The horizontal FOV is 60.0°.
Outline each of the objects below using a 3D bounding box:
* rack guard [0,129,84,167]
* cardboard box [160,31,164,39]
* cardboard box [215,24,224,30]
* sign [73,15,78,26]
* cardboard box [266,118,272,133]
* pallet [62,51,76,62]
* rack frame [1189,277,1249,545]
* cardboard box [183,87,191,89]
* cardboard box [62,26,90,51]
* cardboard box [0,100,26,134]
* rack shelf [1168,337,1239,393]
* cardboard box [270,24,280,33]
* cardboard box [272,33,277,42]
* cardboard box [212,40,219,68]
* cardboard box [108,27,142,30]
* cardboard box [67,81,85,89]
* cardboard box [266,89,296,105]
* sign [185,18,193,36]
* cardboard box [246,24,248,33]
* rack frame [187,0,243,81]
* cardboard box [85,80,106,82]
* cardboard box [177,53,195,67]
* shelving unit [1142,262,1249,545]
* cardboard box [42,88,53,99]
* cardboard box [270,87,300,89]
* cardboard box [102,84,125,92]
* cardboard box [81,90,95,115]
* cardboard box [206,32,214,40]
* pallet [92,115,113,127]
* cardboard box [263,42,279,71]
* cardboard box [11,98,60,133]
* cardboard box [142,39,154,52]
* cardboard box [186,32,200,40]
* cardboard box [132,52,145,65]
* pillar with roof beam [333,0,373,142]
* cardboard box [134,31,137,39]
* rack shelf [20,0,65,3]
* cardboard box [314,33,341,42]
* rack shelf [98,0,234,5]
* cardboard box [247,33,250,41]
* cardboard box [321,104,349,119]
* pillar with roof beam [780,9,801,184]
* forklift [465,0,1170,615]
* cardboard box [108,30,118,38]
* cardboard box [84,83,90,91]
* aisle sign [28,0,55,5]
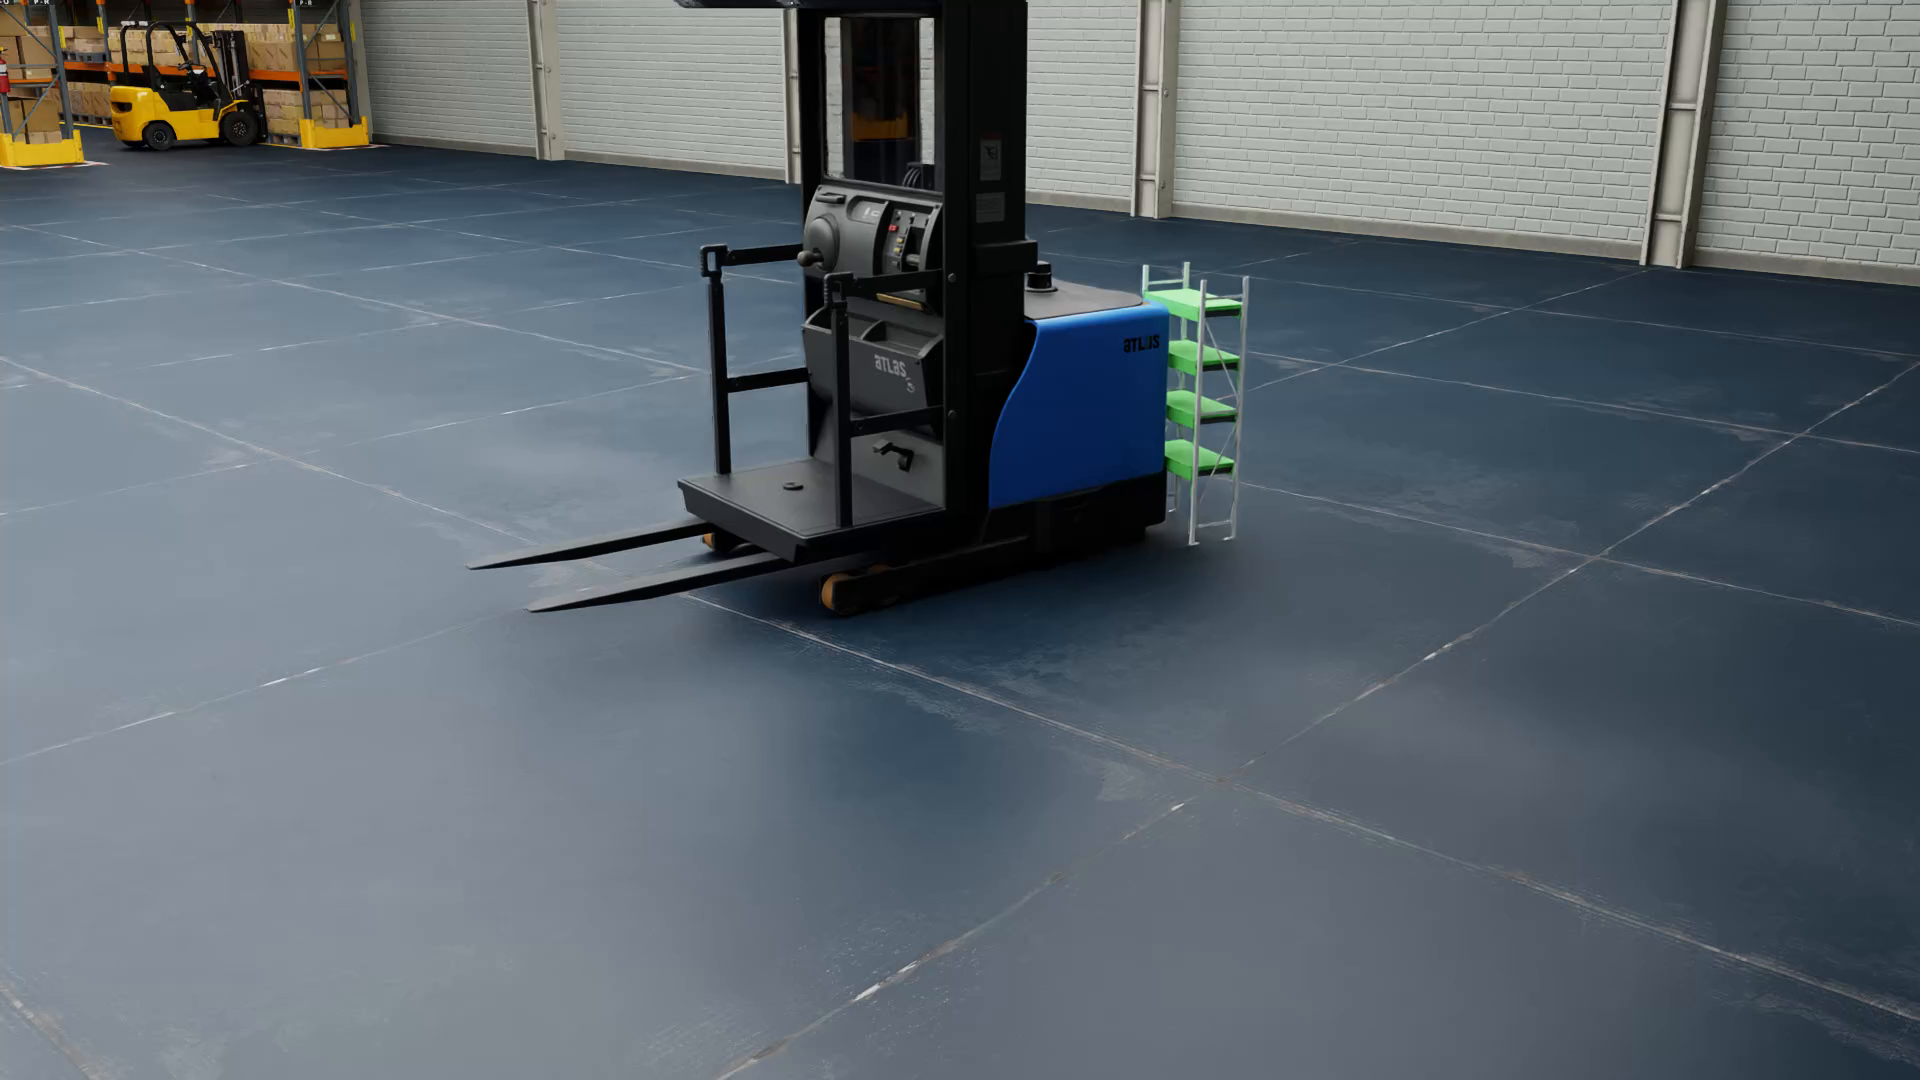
[{"bbox_3d":[-14.621,-6.239,26.444,0.348,0.500,1.175,15,23,39],"label":"rack guard"},{"bbox_3d":[-15.459,-9.916,32.659,0.250,0.149,0.380,14,23,38],"label":"cardboard box"},{"bbox_3d":[-13.645,-9.553,31.026,0.250,0.149,0.380,16,23,40],"label":"cardboard box"},{"bbox_3d":[-19.881,-11.626,37.373,0.005,0.325,0.100,15,23,39],"label":"sign"},{"bbox_3d":[-12.567,-7.656,30.627,0.500,0.250,0.500,15,23,40],"label":"cardboard box"},{"bbox_3d":[-18.713,-10.443,35.876,1.213,0.211,1.003,15,23,39],"label":"pallet"},{"bbox_3d":[1.152,-0.565,7.407,0.240,1.200,0.015,-8,19,-23],"label":"rack frame"},{"bbox_3d":[-15.800,-8.821,33.678,0.625,0.625,0.875,14,22,37],"label":"cardboard box"},{"bbox_3d":[-19.060,-10.787,35.782,0.500,0.500,0.700,15,23,39],"label":"cardboard box"},{"bbox_3d":[-15.336,-6.764,26.578,0.500,0.500,0.500,15,23,40],"label":"cardboard box"},{"bbox_3d":[1.051,-0.800,7.565,0.258,0.148,0.480,-8,19,-23],"label":"rack shelf"},{"bbox_3d":[-12.098,-9.151,29.757,0.250,0.149,0.380,16,23,40],"label":"cardboard box"},{"bbox_3d":[-12.081,-9.012,29.813,0.250,0.149,0.380,16,23,40],"label":"cardboard box"},{"bbox_3d":[-13.704,-9.141,31.290,0.500,0.500,0.500,16,23,40],"label":"cardboard box"},{"bbox_3d":[-17.537,-10.532,34.978,0.500,0.500,0.500,16,24,42],"label":"cardboard box"},{"bbox_3d":[-19.321,-9.936,36.328,0.250,0.149,0.380,15,23,39],"label":"cardboard box"},{"bbox_3d":[-12.209,-8.028,30.148,0.500,0.250,0.500,16,23,40],"label":"cardboard box"},{"bbox_3d":[-14.617,-9.731,31.533,0.005,0.325,0.100,15,23,39],"label":"sign"},{"bbox_3d":[-12.831,-9.368,30.443,0.250,0.149,0.380,15,23,40],"label":"cardboard box"},{"bbox_3d":[-14.264,-9.342,32.089,0.127,3.000,1.000,15,23,39],"label":"rack frame"},{"bbox_3d":[-19.184,-10.114,36.886,0.250,0.149,0.380,14,22,37],"label":"cardboard box"},{"bbox_3d":[-14.814,-9.312,32.244,0.500,0.250,0.500,16,23,40],"label":"cardboard box"},{"bbox_3d":[1.051,-0.632,7.618,0.258,1.200,0.503,-8,19,-23],"label":"shelving unit"},{"bbox_3d":[-20.035,-9.809,36.999,0.500,0.500,0.500,16,24,42],"label":"cardboard box"},{"bbox_3d":[-12.627,-8.351,31.165,0.500,0.250,0.500,14,23,38],"label":"cardboard box"},{"bbox_3d":[-17.793,-9.505,34.968,0.250,0.149,0.380,14,22,37],"label":"cardboard box"},{"bbox_3d":[-18.475,-9.397,35.702,0.500,0.500,0.500,16,24,42],"label":"cardboard box"},{"bbox_3d":[-14.005,-9.524,31.424,0.250,0.149,0.380,16,23,41],"label":"cardboard box"},{"bbox_3d":[-17.789,-8.974,35.541,1.213,0.211,1.003,15,23,39],"label":"pallet"},{"bbox_3d":[-12.196,-8.732,30.002,0.500,0.500,0.500,16,24,41],"label":"cardboard box"},{"bbox_3d":[-15.002,-6.891,26.979,0.500,0.500,0.500,14,22,37],"label":"cardboard box"},{"bbox_3d":[-15.934,-9.861,33.145,0.500,0.250,0.500,15,23,40],"label":"cardboard box"},{"bbox_3d":[-14.667,-9.717,32.034,0.250,0.149,0.380,16,24,41],"label":"cardboard box"},{"bbox_3d":[-16.323,-9.725,33.545,0.500,0.250,0.500,14,22,38],"label":"cardboard box"},{"bbox_3d":[-14.052,-10.768,26.665,0.400,9.000,9.100,15,23,39],"label":"pillar with roof beam"},{"bbox_3d":[-16.391,-10.179,33.489,0.250,0.149,0.380,15,23,40],"label":"cardboard box"},{"bbox_3d":[-21.743,-12.437,38.071,4.000,0.370,1.077,15,23,39],"label":"rack shelf"},{"bbox_3d":[-11.353,-9.022,29.845,0.250,0.149,0.380,14,23,38],"label":"cardboard box"},{"bbox_3d":[-15.760,-10.830,33.010,4.000,0.370,1.077,15,23,39],"label":"rack shelf"},{"bbox_3d":[-12.820,-9.224,30.481,0.250,0.149,0.380,15,23,39],"label":"cardboard box"},{"bbox_3d":[-11.486,-7.808,30.281,0.500,0.250,0.500,16,23,40],"label":"cardboard box"},{"bbox_3d":[-5.077,-8.359,19.073,0.400,9.000,9.100,15,23,39],"label":"pillar with roof beam"},{"bbox_3d":[-0.539,-1.277,6.790,3.031,2.935,1.130,-13,22,-34],"label":"forklift"},{"bbox_3d":[-17.213,-10.371,34.095,0.250,0.149,0.380,16,24,41],"label":"cardboard box"},{"bbox_3d":[-18.540,-9.729,35.674,0.250,0.149,0.380,15,23,38],"label":"cardboard box"},{"bbox_3d":[-14.312,-8.712,25.806,0.004,0.787,0.394,15,23,39],"label":"aisle sign"}]
